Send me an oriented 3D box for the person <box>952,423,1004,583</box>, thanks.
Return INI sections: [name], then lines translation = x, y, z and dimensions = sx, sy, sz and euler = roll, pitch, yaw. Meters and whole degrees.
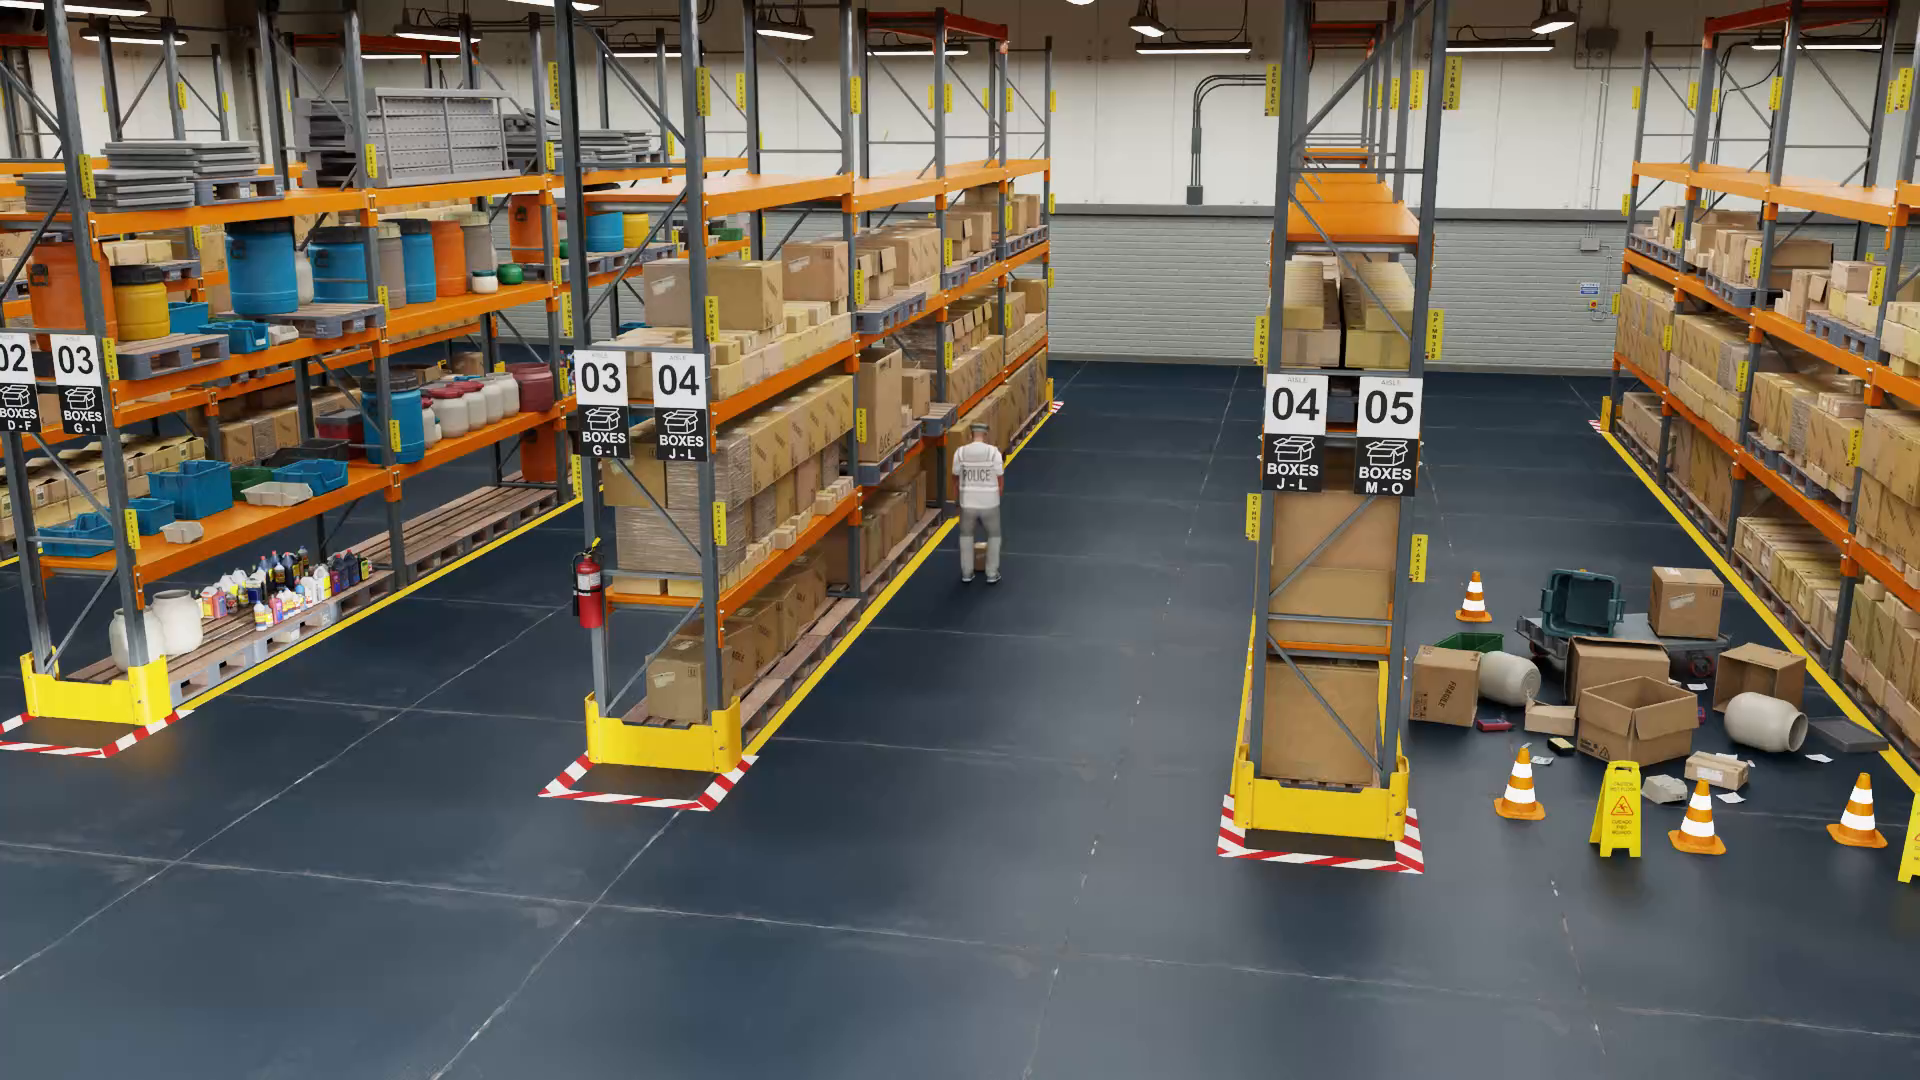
[person]
translation = 0.187, -0.388, 17.640
dimensions = 0.561, 1.690, 0.517
euler = 3, 15, 10
